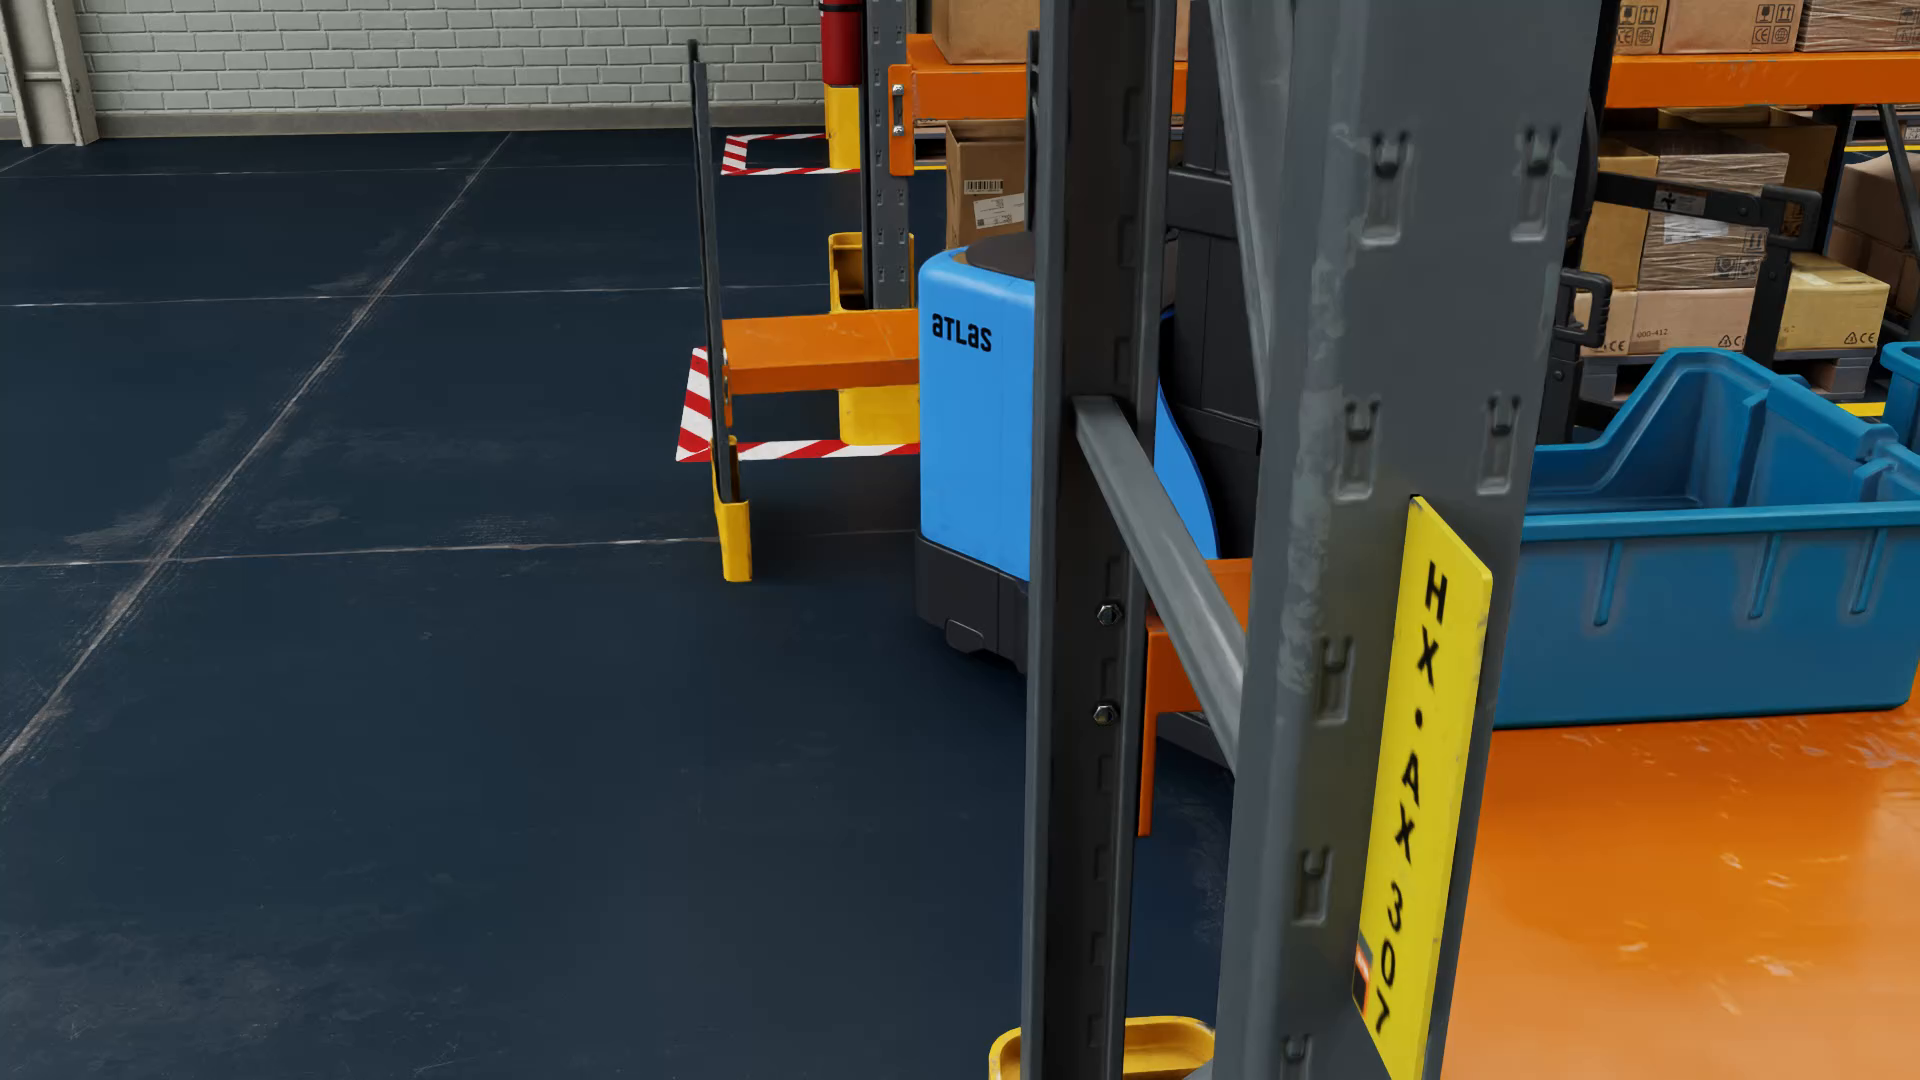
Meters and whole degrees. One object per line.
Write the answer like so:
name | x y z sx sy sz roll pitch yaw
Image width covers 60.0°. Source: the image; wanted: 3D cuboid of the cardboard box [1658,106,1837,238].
cardboard box | 3.198 -1.499 6.875 0.500 0.500 0.500 -2 24 -5

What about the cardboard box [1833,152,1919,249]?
cardboard box | 4.065 -1.437 6.967 0.500 0.311 0.500 -2 24 -5

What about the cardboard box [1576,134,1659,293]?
cardboard box | 2.255 -1.248 6.309 0.500 0.500 0.500 -2 24 -5

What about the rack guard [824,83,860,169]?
rack guard | -0.705 -2.816 10.971 0.348 0.500 1.175 -2 24 -5

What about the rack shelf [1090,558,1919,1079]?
rack shelf | 2.183 0.298 1.773 4.000 0.370 1.077 -2 24 -5

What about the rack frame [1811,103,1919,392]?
rack frame | 3.691 -2.113 6.311 0.127 3.000 1.000 -2 24 -5

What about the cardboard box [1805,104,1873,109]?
cardboard box | 5.945 -3.310 11.540 0.500 0.500 0.700 -2 24 -5

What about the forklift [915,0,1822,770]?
forklift | 1.272 -0.794 3.427 1.130 2.935 3.031 -22 32 -40

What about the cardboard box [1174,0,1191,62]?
cardboard box | 0.698 -2.035 6.013 0.500 0.500 0.700 -2 24 -4

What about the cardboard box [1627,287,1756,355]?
cardboard box | 2.752 -0.926 6.508 0.500 0.250 0.500 -2 24 -5

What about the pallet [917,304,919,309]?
pallet | 0.467 -0.727 6.625 1.213 0.211 1.003 -2 24 -5

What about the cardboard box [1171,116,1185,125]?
cardboard box | 1.219 -3.037 10.926 0.500 0.500 0.700 -4 24 -8

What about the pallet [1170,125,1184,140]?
pallet | 1.318 -2.750 11.177 1.213 0.211 1.003 -2 24 -5

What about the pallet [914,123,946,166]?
pallet | 0.107 -2.702 11.070 1.213 0.211 1.003 -2 24 -5

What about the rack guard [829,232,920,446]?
rack guard | -0.314 -0.810 6.457 0.348 0.500 1.175 -2 24 -5

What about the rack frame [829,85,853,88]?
rack frame | -0.781 -3.955 10.456 0.127 3.000 1.000 -2 24 -5

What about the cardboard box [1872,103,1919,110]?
cardboard box | 6.469 -3.284 11.481 0.500 0.500 0.700 -2 24 -4

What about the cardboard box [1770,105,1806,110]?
cardboard box | 5.453 -3.279 11.470 0.500 0.500 0.700 -2 24 -5

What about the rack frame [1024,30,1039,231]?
rack frame | 0.265 -0.755 5.103 0.032 1.500 0.500 -4 24 -10

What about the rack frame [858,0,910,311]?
rack frame | -0.290 -1.953 5.952 0.127 3.000 1.000 -2 24 -5

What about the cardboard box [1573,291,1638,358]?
cardboard box | 2.256 -0.900 6.449 0.500 0.250 0.500 -2 24 -5

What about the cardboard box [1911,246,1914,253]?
cardboard box | 4.126 -1.221 6.481 0.500 0.311 0.500 -2 24 -5

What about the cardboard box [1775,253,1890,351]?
cardboard box | 3.251 -0.942 6.544 0.500 0.250 0.500 -2 24 -5

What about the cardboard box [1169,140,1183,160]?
cardboard box | 0.763 -1.184 6.165 0.500 0.500 0.500 -2 24 -5

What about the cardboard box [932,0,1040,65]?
cardboard box | 0.176 -2.012 5.962 0.500 0.500 0.700 -2 24 -5

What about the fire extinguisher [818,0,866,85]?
fire extinguisher | -0.453 -2.101 6.379 0.183 0.674 0.296 -2 24 -5

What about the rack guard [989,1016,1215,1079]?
rack guard | 0.264 1.169 2.004 0.348 0.500 1.175 -2 24 -5

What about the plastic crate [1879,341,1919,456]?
plastic crate | 1.309 -0.048 1.847 0.408 0.251 0.499 -2 24 -5

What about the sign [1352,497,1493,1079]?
sign | 0.243 0.145 0.890 0.005 0.325 0.100 -2 24 -5

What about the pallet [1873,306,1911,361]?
pallet | 4.420 -0.884 6.979 1.213 0.211 1.003 -2 24 -5

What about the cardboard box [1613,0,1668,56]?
cardboard box | 2.226 -2.096 6.150 0.500 0.500 0.700 -2 24 -4

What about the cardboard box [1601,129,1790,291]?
cardboard box | 2.752 -1.269 6.357 0.500 0.500 0.500 -2 24 -5

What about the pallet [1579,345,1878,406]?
pallet | 2.895 -0.824 6.844 1.213 0.211 1.003 -2 24 -5

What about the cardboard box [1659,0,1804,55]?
cardboard box | 2.725 -2.115 6.192 0.500 0.500 0.700 -3 24 -6

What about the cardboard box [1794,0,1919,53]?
cardboard box | 3.250 -2.138 6.245 0.500 0.500 0.700 -3 24 -7

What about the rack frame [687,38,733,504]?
rack frame | -0.734 -0.677 4.928 0.032 1.500 0.500 -4 24 -10

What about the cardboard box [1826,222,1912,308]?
cardboard box | 4.075 -1.182 7.085 0.500 0.250 0.500 -3 24 -6

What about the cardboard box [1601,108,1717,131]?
cardboard box | 2.701 -1.476 6.823 0.500 0.500 0.500 -2 24 -5

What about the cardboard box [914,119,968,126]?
cardboard box | -0.083 -2.919 10.893 0.500 0.311 0.500 -5 24 -11

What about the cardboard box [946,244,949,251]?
cardboard box | 0.215 -1.030 6.742 0.500 0.250 0.500 -2 24 -5

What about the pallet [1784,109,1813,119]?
pallet | 5.191 -2.923 11.565 1.213 0.211 1.003 -2 24 -5

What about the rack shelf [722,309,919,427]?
rack shelf | -0.235 -0.552 5.088 1.000 0.185 0.538 -4 24 -10

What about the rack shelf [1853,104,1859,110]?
rack shelf | 5.681 -1.864 6.637 4.000 0.370 1.077 -2 24 -5

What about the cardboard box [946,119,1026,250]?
cardboard box | 0.214 -1.373 6.591 0.500 0.500 0.500 -2 24 -5

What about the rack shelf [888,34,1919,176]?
rack shelf | 1.700 -1.704 6.277 4.000 0.370 1.077 -2 24 -5

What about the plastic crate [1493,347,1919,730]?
plastic crate | 0.662 -0.024 1.794 0.616 0.251 0.499 -2 24 -5

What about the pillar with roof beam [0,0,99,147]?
pillar with roof beam | -5.717 -5.095 5.633 0.400 9.000 9.100 -2 24 -5

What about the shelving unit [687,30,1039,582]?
shelving unit | -0.226 -0.717 5.017 1.083 1.500 0.587 -4 24 -10

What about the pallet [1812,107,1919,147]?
pallet | 6.403 -2.970 11.672 1.213 0.211 1.003 -2 24 -5

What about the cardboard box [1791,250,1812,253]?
cardboard box | 3.199 -1.152 7.018 0.500 0.250 0.500 -2 24 -5

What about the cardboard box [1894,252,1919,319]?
cardboard box | 4.116 -0.964 6.595 0.500 0.250 0.500 -3 24 -6

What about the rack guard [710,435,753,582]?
rack guard | -0.715 -0.108 5.185 0.087 0.250 0.587 -4 24 -10

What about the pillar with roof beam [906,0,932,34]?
pillar with roof beam | 0.254 -5.334 6.172 0.400 9.000 9.100 -2 24 -5
